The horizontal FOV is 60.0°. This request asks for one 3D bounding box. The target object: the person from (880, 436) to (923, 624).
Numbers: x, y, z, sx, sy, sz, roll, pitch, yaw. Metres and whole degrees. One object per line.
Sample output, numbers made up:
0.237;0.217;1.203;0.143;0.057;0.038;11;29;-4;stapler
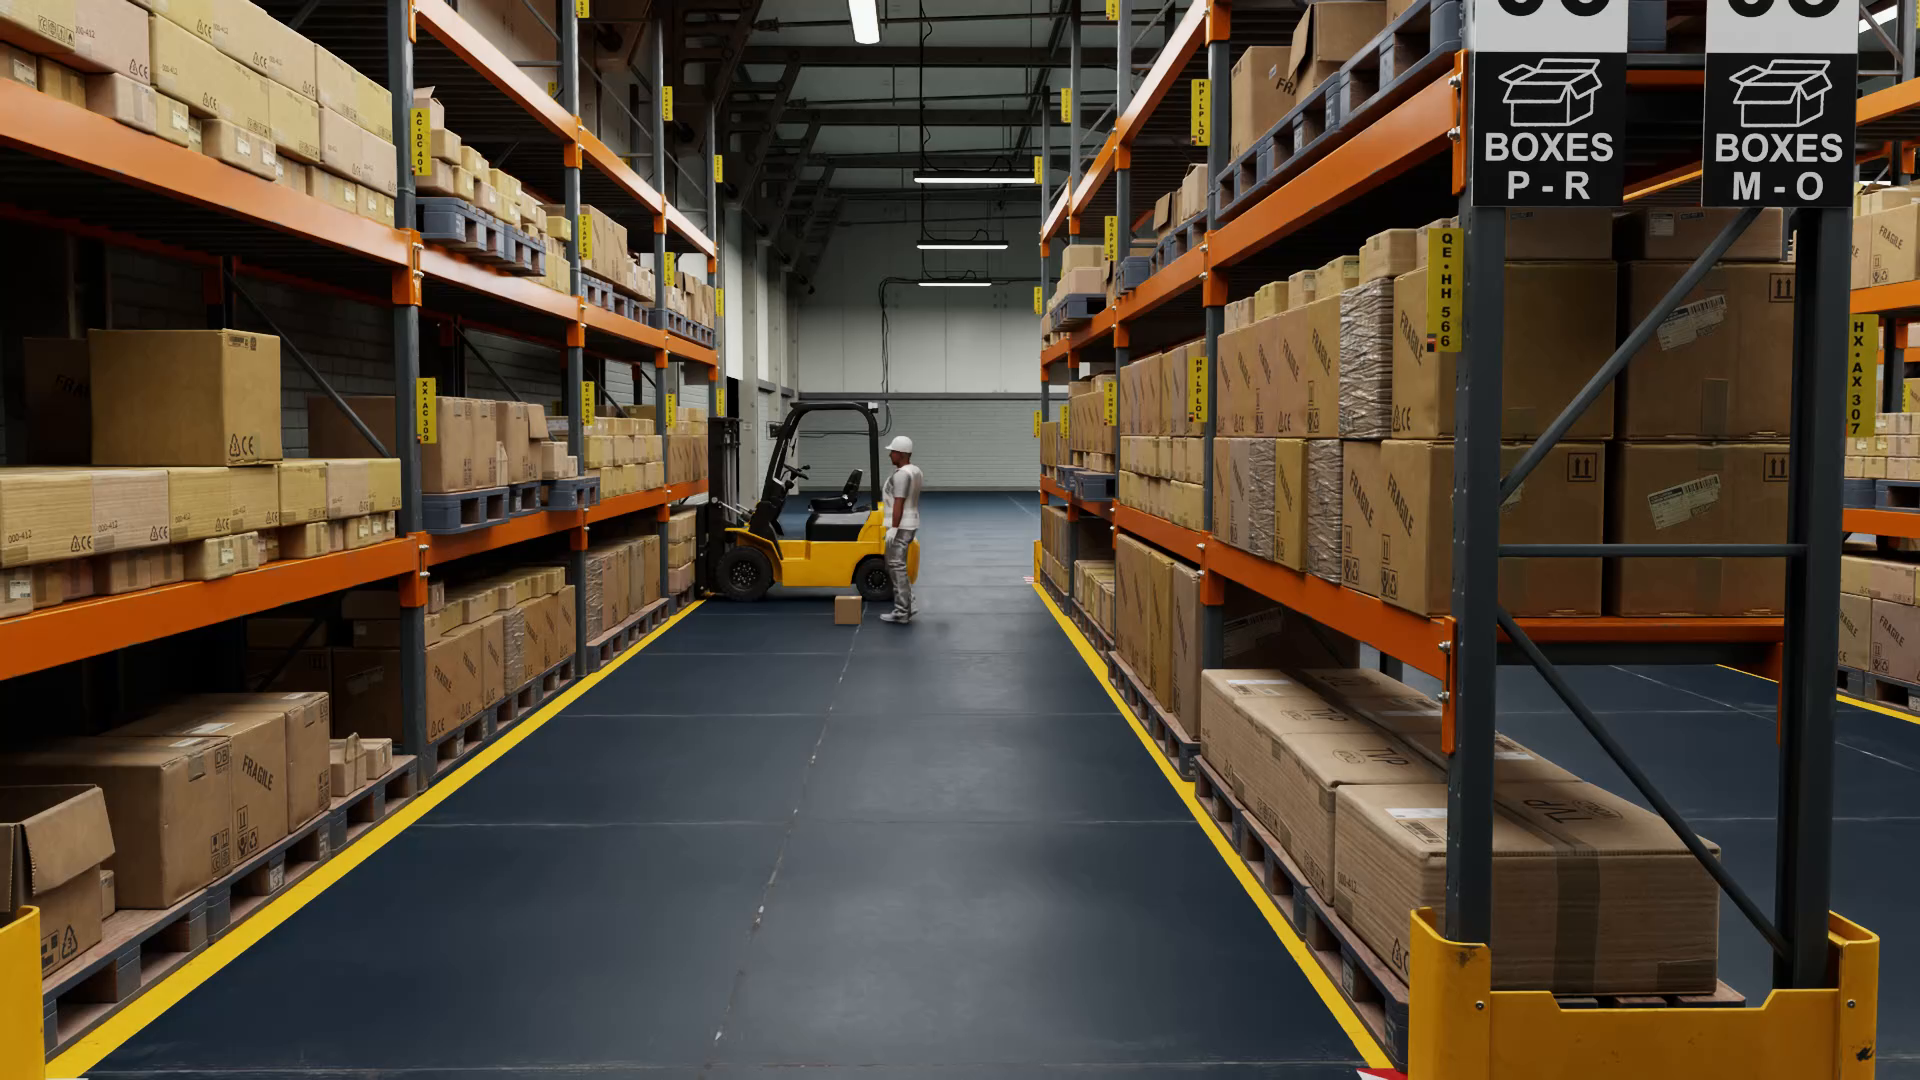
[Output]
-0.584;-0.088;15.930;0.396;1.814;0.566;1;4;14;person
